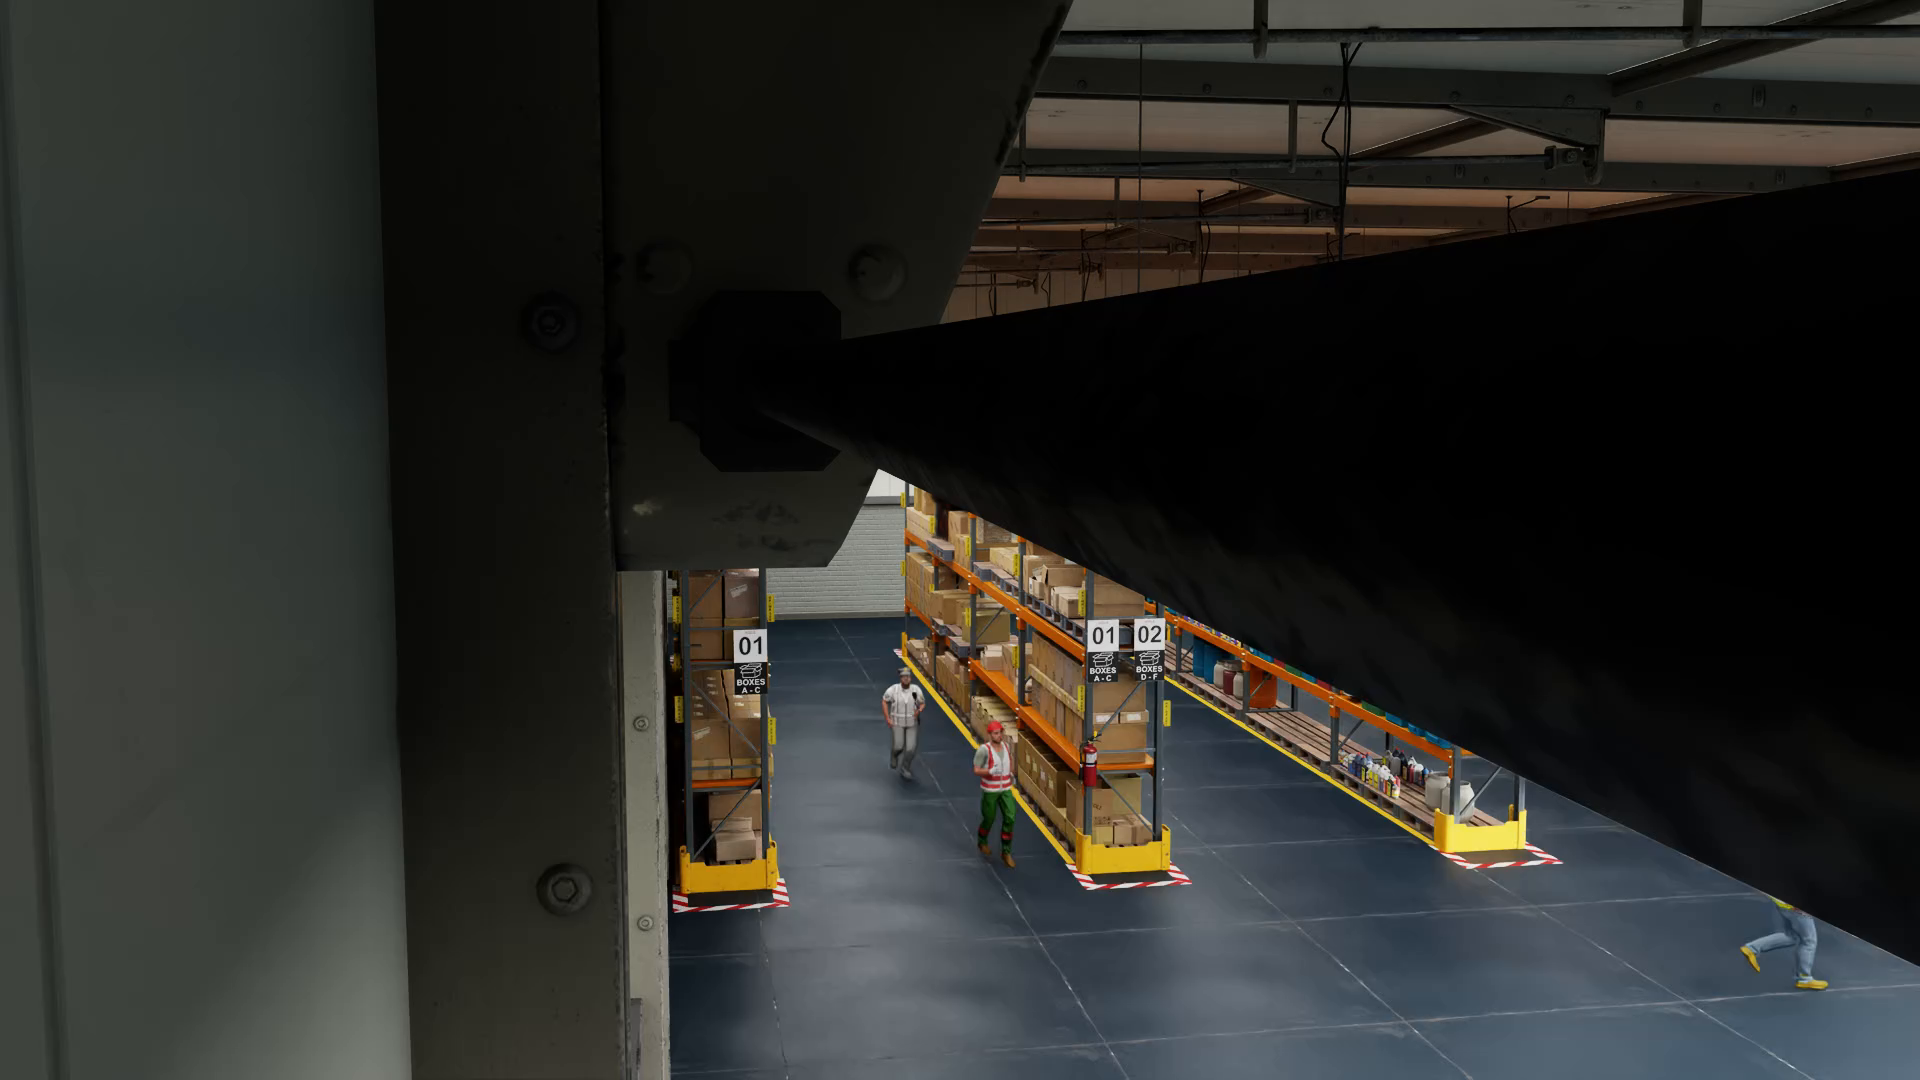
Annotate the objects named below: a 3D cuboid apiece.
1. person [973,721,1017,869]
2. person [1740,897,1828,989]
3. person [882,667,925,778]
[{"bbox_3d":[0.457,3.225,21.260,0.638,1.835,0.768,-3,6,-24],"label":"person"},{"bbox_3d":[8.445,3.704,16.958,0.831,1.740,0.705,2,6,15],"label":"person"},{"bbox_3d":[-0.848,2.810,25.632,0.665,1.724,0.597,-1,6,-10],"label":"person"}]
